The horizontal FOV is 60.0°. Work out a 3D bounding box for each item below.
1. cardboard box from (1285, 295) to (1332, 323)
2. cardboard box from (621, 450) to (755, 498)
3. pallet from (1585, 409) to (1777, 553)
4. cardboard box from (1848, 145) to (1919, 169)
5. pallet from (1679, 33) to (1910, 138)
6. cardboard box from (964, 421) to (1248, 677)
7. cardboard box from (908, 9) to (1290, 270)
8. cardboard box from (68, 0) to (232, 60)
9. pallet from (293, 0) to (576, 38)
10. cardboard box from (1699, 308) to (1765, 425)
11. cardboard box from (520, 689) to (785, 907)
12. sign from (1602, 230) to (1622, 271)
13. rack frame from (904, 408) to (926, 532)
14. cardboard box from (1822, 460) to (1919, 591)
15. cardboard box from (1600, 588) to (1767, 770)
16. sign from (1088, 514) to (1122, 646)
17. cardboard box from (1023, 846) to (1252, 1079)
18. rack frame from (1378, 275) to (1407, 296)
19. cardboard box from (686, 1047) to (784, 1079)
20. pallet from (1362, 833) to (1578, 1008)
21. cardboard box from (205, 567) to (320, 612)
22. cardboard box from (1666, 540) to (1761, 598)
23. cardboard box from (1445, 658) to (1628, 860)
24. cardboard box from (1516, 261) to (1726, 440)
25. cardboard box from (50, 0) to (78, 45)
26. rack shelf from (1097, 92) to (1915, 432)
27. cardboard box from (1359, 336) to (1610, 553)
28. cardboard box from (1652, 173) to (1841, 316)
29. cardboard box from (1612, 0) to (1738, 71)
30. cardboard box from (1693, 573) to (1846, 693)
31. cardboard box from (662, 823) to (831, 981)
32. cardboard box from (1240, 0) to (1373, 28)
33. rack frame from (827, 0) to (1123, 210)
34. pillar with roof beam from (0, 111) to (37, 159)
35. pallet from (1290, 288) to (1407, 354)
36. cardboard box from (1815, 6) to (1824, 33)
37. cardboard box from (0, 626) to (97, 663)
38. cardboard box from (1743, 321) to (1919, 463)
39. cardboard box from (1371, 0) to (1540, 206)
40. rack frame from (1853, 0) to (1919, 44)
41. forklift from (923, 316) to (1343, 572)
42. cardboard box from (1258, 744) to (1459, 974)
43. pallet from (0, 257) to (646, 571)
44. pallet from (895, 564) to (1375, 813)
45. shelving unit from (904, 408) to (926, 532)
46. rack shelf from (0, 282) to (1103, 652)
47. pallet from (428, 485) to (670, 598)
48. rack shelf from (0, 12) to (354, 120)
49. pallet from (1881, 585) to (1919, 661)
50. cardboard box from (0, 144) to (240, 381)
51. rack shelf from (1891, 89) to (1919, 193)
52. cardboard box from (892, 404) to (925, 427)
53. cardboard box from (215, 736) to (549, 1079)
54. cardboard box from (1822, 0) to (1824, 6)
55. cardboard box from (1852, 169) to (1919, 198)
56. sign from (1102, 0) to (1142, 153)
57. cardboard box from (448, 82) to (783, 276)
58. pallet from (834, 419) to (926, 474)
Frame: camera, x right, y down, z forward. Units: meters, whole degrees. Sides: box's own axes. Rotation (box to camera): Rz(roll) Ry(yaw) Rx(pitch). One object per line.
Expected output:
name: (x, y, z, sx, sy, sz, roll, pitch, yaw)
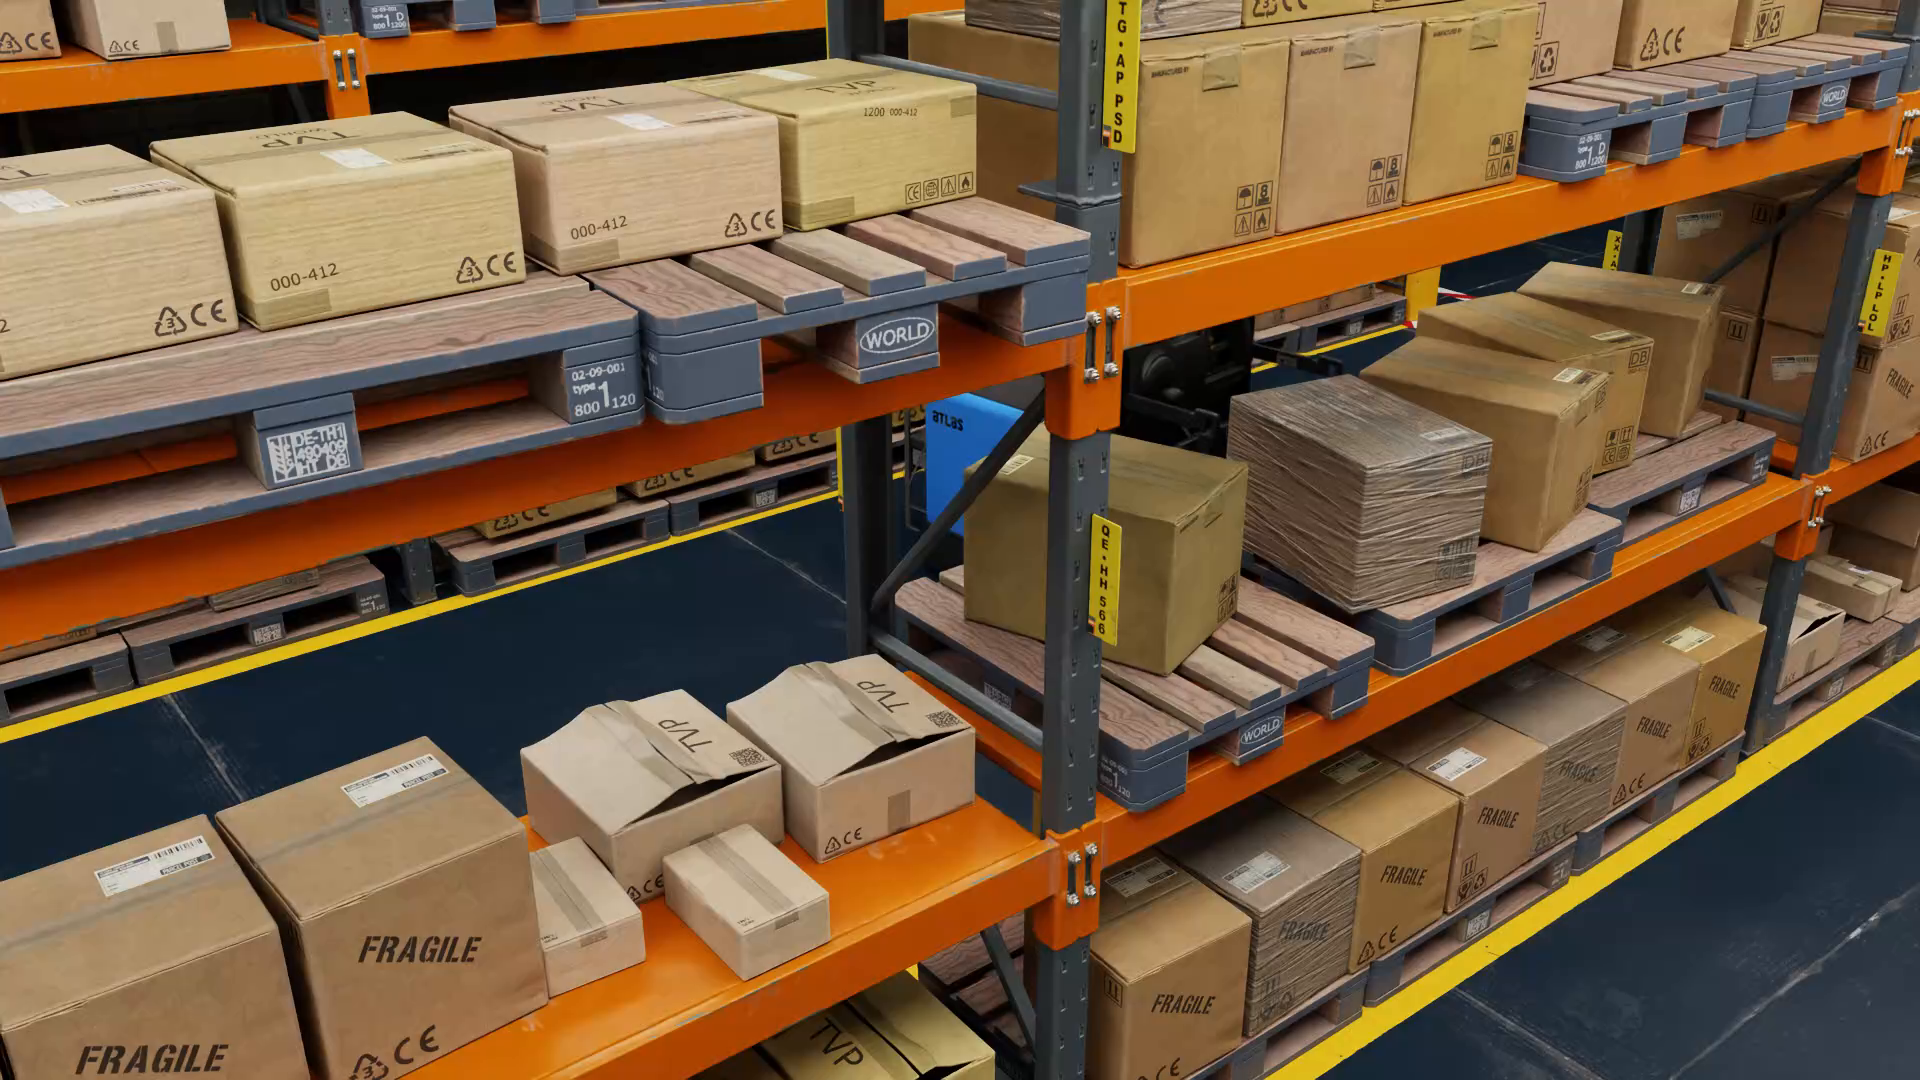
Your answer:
cardboard box: (2.364, -1.987, 12.440, 0.500, 0.500, 0.700, -18, 31, -34)
cardboard box: (-1.696, -0.786, 9.435, 0.750, 0.750, 0.750, -18, 31, -34)
pallet: (2.462, -0.338, 6.643, 1.213, 0.211, 1.003, -18, 31, -34)
cardboard box: (4.195, -1.577, 7.779, 0.500, 0.500, 0.500, -18, 30, -34)
pallet: (2.602, -1.726, 6.066, 1.003, 0.211, 1.213, -18, 31, -34)
cardboard box: (0.437, 0.006, 5.057, 0.700, 0.500, 0.500, 15, 29, 29)
cardboard box: (0.333, -1.088, 4.349, 0.500, 0.500, 0.910, -18, 31, -34)
cardboard box: (-3.449, -2.250, 7.055, 0.500, 0.311, 0.500, -18, 31, -34)
pallet: (-2.575, -2.657, 8.074, 1.003, 0.211, 1.213, -17, 30, -32)
cardboard box: (3.393, -0.857, 7.414, 0.500, 0.500, 0.500, -18, 30, -33)
cardboard box: (-0.813, 0.651, 4.390, 0.500, 0.311, 0.500, -19, 31, -35)
sign: (2.818, -1.167, 7.173, 0.005, 0.325, 0.100, -18, 31, -34)
rack frame: (-0.157, -0.968, 8.842, 0.400, 2.100, 0.015, 22, 33, 39)
cardboard box: (4.634, -0.154, 8.461, 0.637, 0.503, 0.797, -18, 31, -34)
cardboard box: (2.947, 0.561, 6.925, 0.500, 0.500, 0.500, -18, 31, -34)
sign: (0.356, 0.100, 4.095, 0.005, 0.325, 0.100, -18, 31, -34)
cardboard box: (0.545, 1.353, 5.218, 0.500, 0.500, 0.500, -17, 30, -32)
rack frame: (3.246, -3.276, 12.745, 0.127, 3.000, 1.000, -18, 31, -34)
cardboard box: (-0.654, 1.600, 4.341, 0.500, 0.311, 0.500, -19, 31, -35)
pallet: (1.581, 1.211, 6.391, 1.213, 0.211, 1.003, -18, 31, -34)
cardboard box: (-3.583, -0.059, 8.261, 0.500, 0.500, 0.700, -18, 30, -33)
cardboard box: (3.432, 0.096, 7.927, 0.500, 0.500, 0.500, -18, 31, -34)
cardboard box: (2.158, 0.817, 6.374, 0.500, 0.500, 0.500, -18, 30, -33)
cardboard box: (2.648, -0.784, 6.757, 0.700, 0.500, 0.500, 15, 29, 29)
cardboard box: (-3.757, -2.502, 7.372, 0.500, 0.500, 0.500, -18, 31, -34)
rack shelf: (1.585, -1.111, 5.373, 4.000, 0.370, 1.077, -18, 31, -34)
cardboard box: (1.806, -0.353, 5.830, 0.700, 0.500, 0.500, 18, 30, 33)
cardboard box: (3.397, -1.313, 7.209, 0.500, 0.500, 0.500, -18, 30, -34)
cardboard box: (2.205, -1.951, 5.591, 0.600, 0.600, 0.600, -19, 31, -35)
cardboard box: (3.622, 0.386, 7.526, 0.500, 0.311, 0.500, -18, 31, -34)
cardboard box: (-0.526, 0.882, 4.086, 0.250, 0.149, 0.380, -18, 31, -34)
cardboard box: (0.759, -1.661, 4.396, 0.500, 0.500, 0.500, -18, 31, -34)
rack frame: (0.011, -2.279, 3.471, 0.127, 3.000, 1.000, -18, 31, -34)
pillar with roof beam: (-1.949, -2.442, 3.821, 0.400, 9.000, 9.100, -18, 31, -34)
pallet: (2.666, -1.777, 12.829, 1.213, 0.211, 1.003, -18, 31, -34)
cardboard box: (3.377, -2.104, 6.835, 0.500, 0.250, 0.500, -18, 31, -34)
cardboard box: (-4.434, 0.175, 7.757, 0.500, 0.500, 0.700, -18, 31, -34)
cardboard box: (3.728, -0.684, 7.042, 0.500, 0.500, 0.500, -17, 30, -33)
cardboard box: (1.144, -1.356, 4.926, 0.500, 0.500, 0.910, -18, 31, -34)
rack frame: (3.158, -3.318, 5.710, 0.127, 3.000, 1.000, -18, 31, -34)
forklift: (1.223, -0.881, 7.666, 3.031, 2.935, 1.130, 22, 33, 39)
cardboard box: (1.352, 1.087, 5.792, 0.500, 0.500, 0.500, -19, 31, -35)
pallet: (-1.346, -0.335, 3.070, 1.213, 0.211, 1.003, -17, 30, -32)
pallet: (0.501, 0.330, 5.203, 1.003, 0.211, 1.213, -18, 31, -34)
shelving unit: (0.011, -1.043, 9.003, 0.431, 2.100, 0.503, 22, 33, 39)
rack shelf: (-1.563, -0.072, 3.134, 4.000, 0.370, 1.077, -18, 31, -34)
pallet: (-2.382, -0.113, 9.242, 1.213, 0.211, 1.003, -18, 31, -34)
rack shelf: (-4.623, -1.712, 6.668, 4.000, 0.370, 1.077, -18, 31, -34)
pallet: (4.660, 0.172, 8.630, 1.213, 0.211, 1.003, -18, 31, -34)
cardboard box: (-1.595, -0.478, 2.833, 0.500, 0.250, 0.500, -21, 32, -38)
rack shelf: (4.732, -2.150, 7.612, 4.000, 0.370, 1.077, -18, 31, -34)
cardboard box: (-0.332, -1.240, 10.414, 0.750, 0.750, 0.750, -18, 30, -33)
cardboard box: (-1.300, 0.838, 3.762, 0.500, 0.500, 0.500, -20, 32, -37)
cardboard box: (3.374, -2.332, 6.733, 0.500, 0.250, 0.500, -18, 31, -34)
cardboard box: (4.109, -1.259, 7.093, 0.500, 0.500, 0.500, -19, 31, -36)
sign: (0.347, -1.003, 3.576, 0.005, 0.325, 0.100, -18, 31, -34)
cardboard box: (-0.713, -0.762, 3.445, 0.500, 0.250, 0.500, -17, 30, -33)
pallet: (-0.462, -0.746, 10.608, 1.213, 0.211, 1.003, -18, 31, -34)
